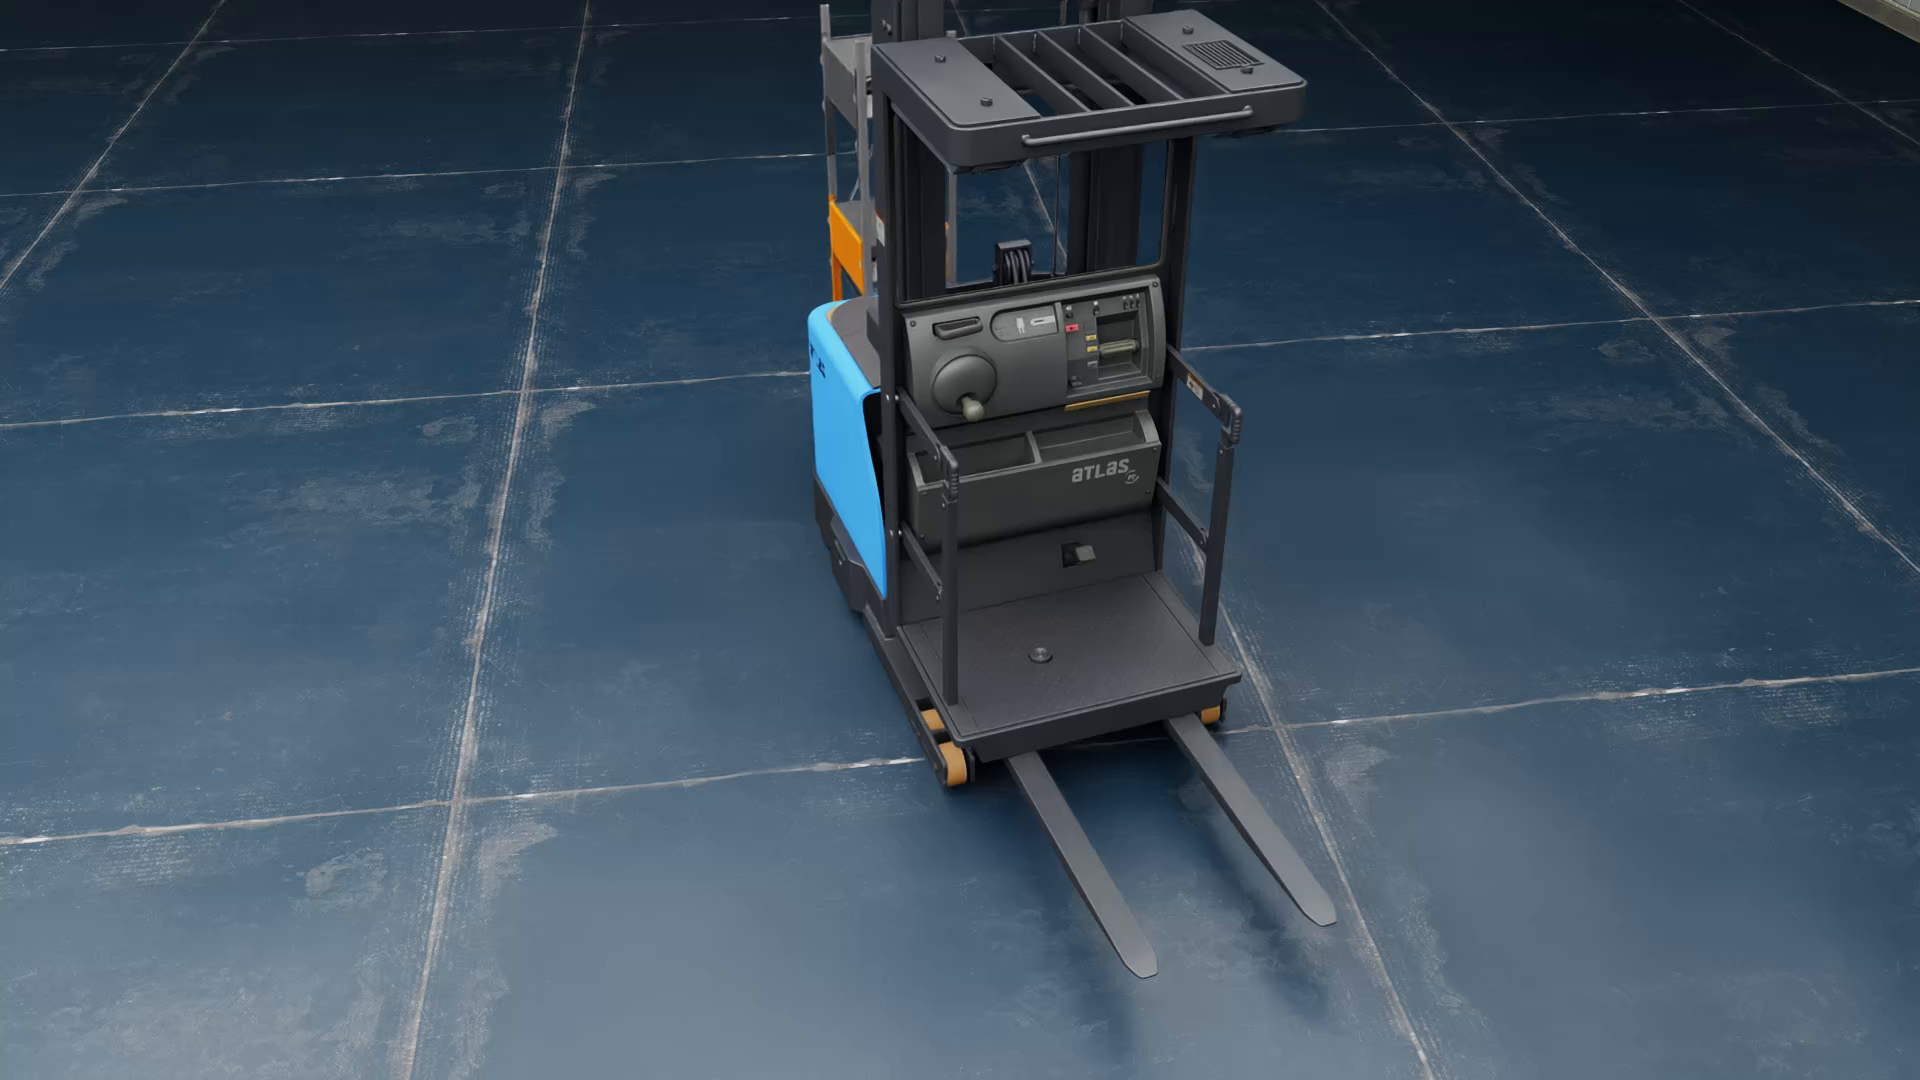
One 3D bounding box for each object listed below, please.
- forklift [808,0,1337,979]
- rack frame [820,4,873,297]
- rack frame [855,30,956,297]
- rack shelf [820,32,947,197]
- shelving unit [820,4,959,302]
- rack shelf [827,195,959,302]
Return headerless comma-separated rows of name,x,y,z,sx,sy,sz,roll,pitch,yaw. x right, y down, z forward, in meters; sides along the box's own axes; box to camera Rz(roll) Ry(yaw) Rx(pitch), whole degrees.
forklift,0.341,-0.589,5.512,1.130,2.935,3.031,-11,36,-16
rack frame,-0.371,-1.313,7.312,0.400,2.100,0.015,-11,36,-16
rack frame,-0.206,-1.054,6.932,0.400,2.100,0.015,-11,36,-16
rack shelf,-0.289,-1.750,6.735,0.431,0.518,0.480,-11,36,-16
shelving unit,-0.289,-1.183,7.122,0.431,2.100,0.503,-11,36,-16
rack shelf,-0.289,-1.172,7.129,0.431,0.518,0.480,-11,36,-16
